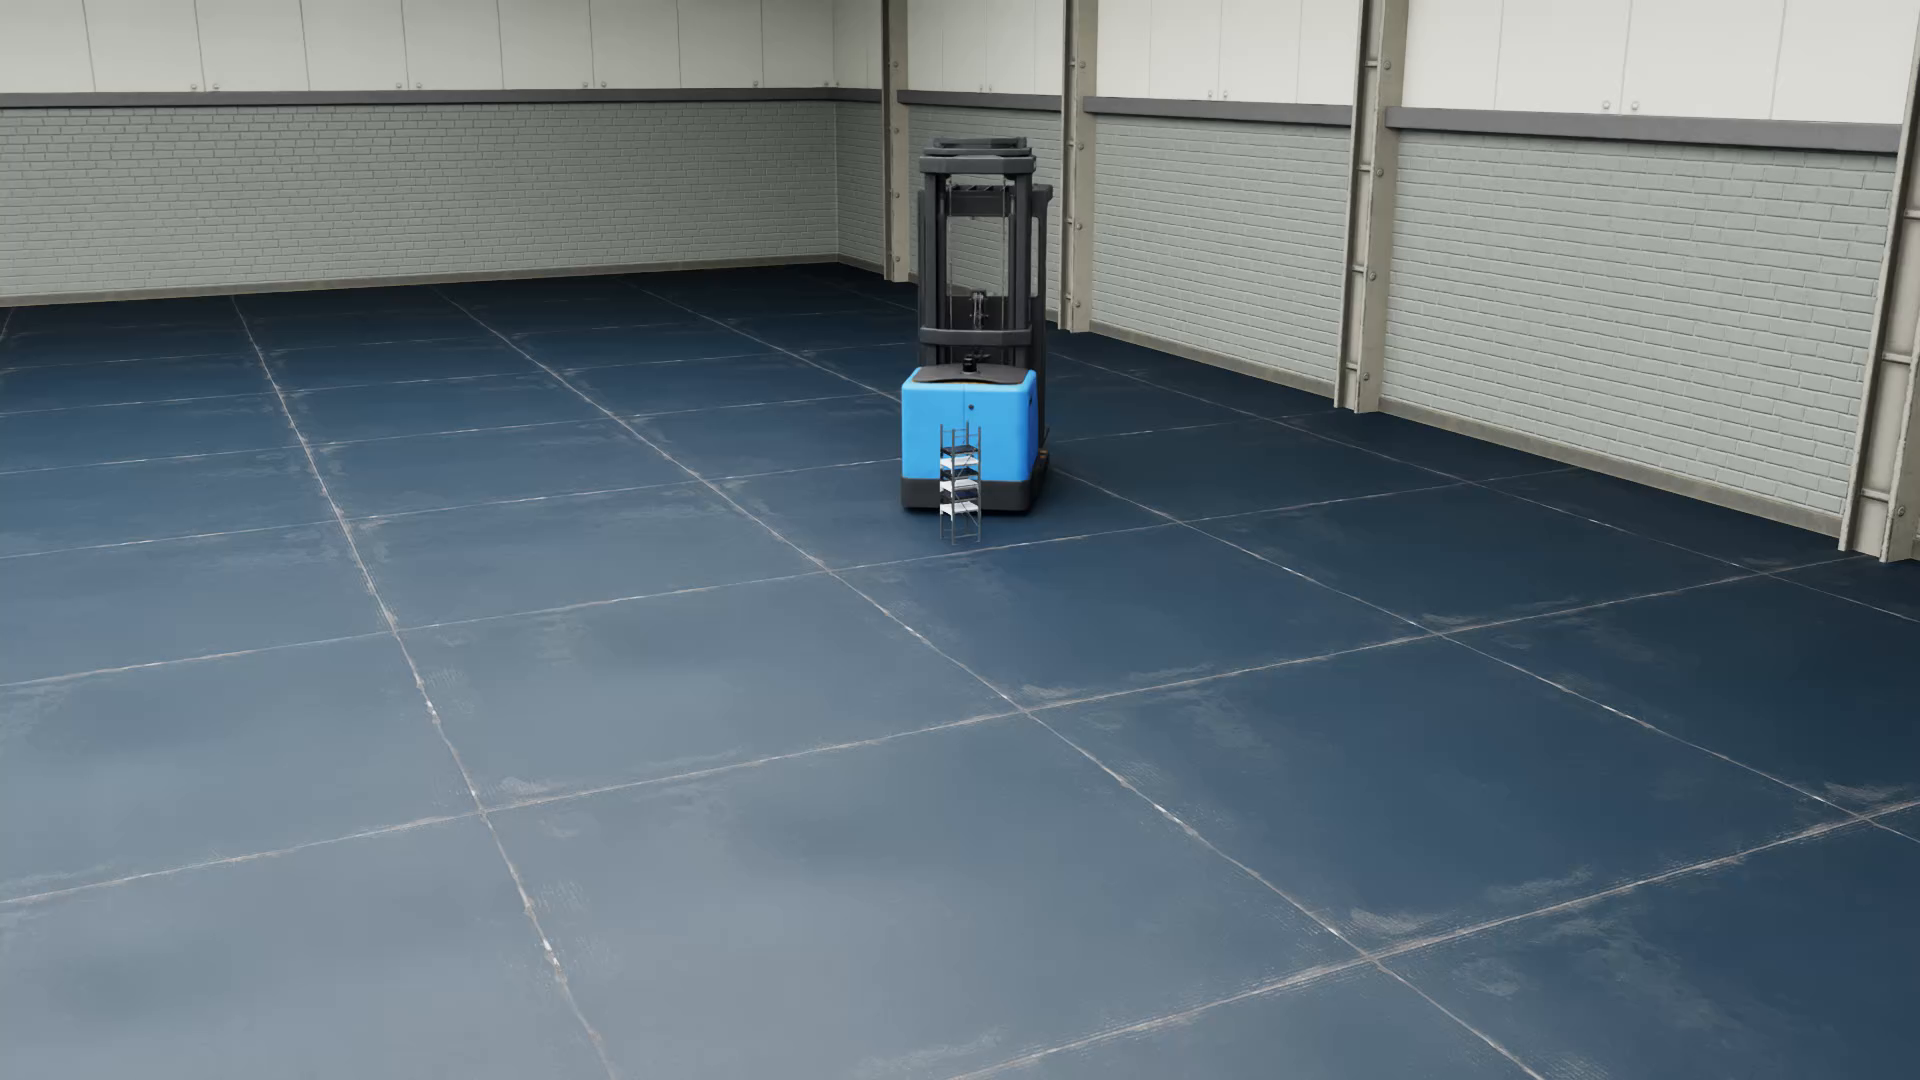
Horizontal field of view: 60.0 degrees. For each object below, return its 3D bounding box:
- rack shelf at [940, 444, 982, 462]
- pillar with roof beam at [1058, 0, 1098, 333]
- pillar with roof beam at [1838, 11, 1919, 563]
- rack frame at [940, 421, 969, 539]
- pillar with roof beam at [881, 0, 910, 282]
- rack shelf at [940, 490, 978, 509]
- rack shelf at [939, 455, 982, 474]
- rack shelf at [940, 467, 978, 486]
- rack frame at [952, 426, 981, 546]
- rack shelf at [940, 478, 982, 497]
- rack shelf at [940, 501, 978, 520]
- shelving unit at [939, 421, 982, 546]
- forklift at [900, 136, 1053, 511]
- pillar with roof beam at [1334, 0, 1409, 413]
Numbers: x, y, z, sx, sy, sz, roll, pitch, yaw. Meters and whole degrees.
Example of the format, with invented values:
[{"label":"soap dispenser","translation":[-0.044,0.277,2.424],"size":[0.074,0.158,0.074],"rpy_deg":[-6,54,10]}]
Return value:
[{"label":"rack shelf","translation":[0.004,-0.658,12.554],"size":[0.258,0.077,0.200],"rpy_deg":[-8,18,-25]},{"label":"pillar with roof beam","translation":[-2.300,-6.682,19.720],"size":[9.100,9.000,0.400],"rpy_deg":[-8,18,-25]},{"label":"pillar with roof beam","translation":[2.957,-3.706,9.351],"size":[9.100,9.000,0.400],"rpy_deg":[-8,18,-25]},{"label":"rack frame","translation":[-0.041,-0.456,12.707],"size":[0.240,0.900,0.006],"rpy_deg":[-8,18,-25]},{"label":"pillar with roof beam","translation":[-4.929,-8.169,24.904],"size":[9.100,9.000,0.400],"rpy_deg":[-8,18,-25]},{"label":"rack shelf","translation":[0.004,-0.312,12.654],"size":[0.258,0.077,0.200],"rpy_deg":[-8,18,-25]},{"label":"rack shelf","translation":[0.004,-0.572,12.579],"size":[0.258,0.077,0.200],"rpy_deg":[-8,18,-25]},{"label":"rack shelf","translation":[0.004,-0.485,12.604],"size":[0.258,0.077,0.200],"rpy_deg":[-8,18,-25]},{"label":"rack frame","translation":[0.048,-0.405,12.532],"size":[0.240,0.900,0.006],"rpy_deg":[-8,18,-25]},{"label":"rack shelf","translation":[0.004,-0.398,12.629],"size":[0.258,0.077,0.200],"rpy_deg":[-8,18,-25]},{"label":"rack shelf","translation":[0.004,-0.225,12.678],"size":[0.258,0.077,0.200],"rpy_deg":[-8,18,-25]},{"label":"shelving unit","translation":[0.004,-0.431,12.620],"size":[0.258,0.900,0.210],"rpy_deg":[-8,18,-25]},{"label":"forklift","translation":[0.217,-2.003,14.416],"size":[1.130,2.935,3.031],"rpy_deg":[2,16,7]},{"label":"pillar with roof beam","translation":[0.328,-5.194,14.535],"size":[9.100,9.000,0.400],"rpy_deg":[-8,18,-25]}]
